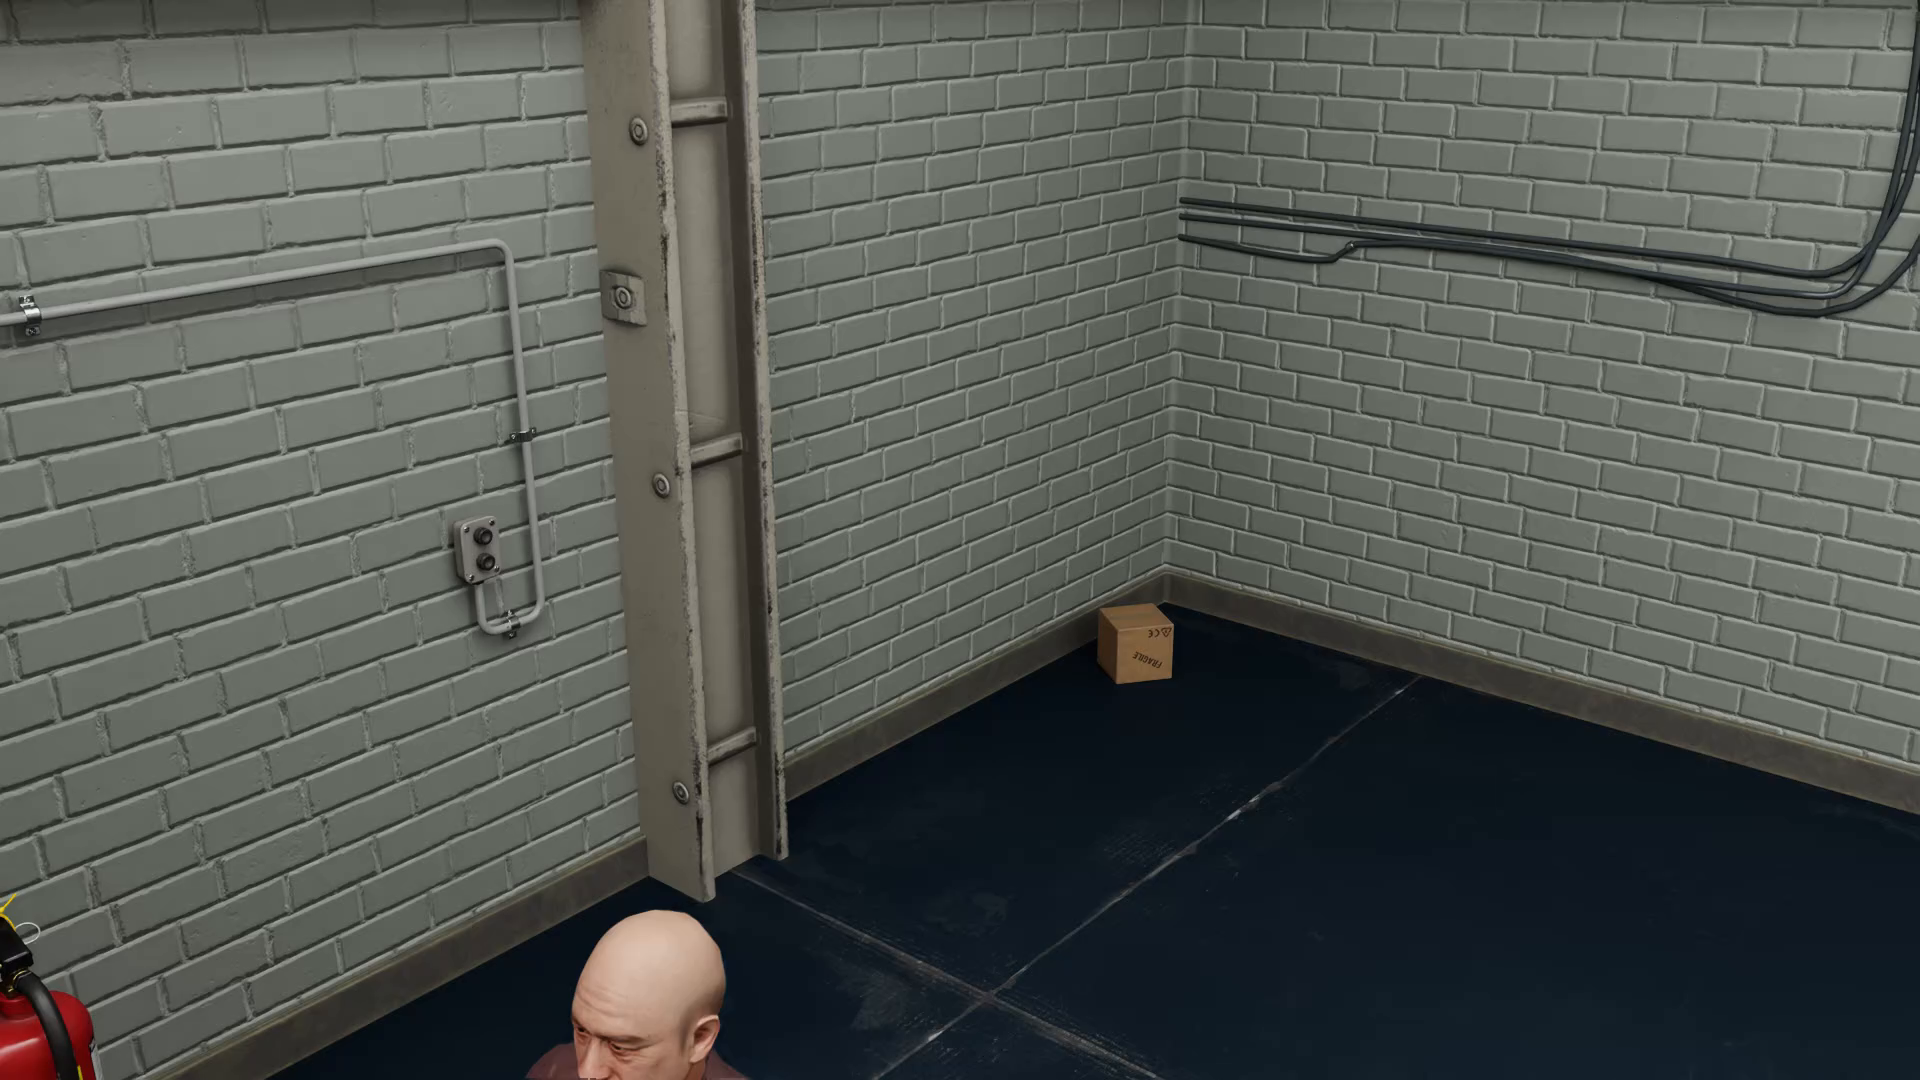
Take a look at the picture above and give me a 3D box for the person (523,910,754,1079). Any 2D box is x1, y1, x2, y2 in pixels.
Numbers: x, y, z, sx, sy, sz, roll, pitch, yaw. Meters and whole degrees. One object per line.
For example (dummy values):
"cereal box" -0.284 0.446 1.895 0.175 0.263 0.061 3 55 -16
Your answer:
"person" -0.415 1.375 2.319 0.602 1.819 0.841 7 21 18
